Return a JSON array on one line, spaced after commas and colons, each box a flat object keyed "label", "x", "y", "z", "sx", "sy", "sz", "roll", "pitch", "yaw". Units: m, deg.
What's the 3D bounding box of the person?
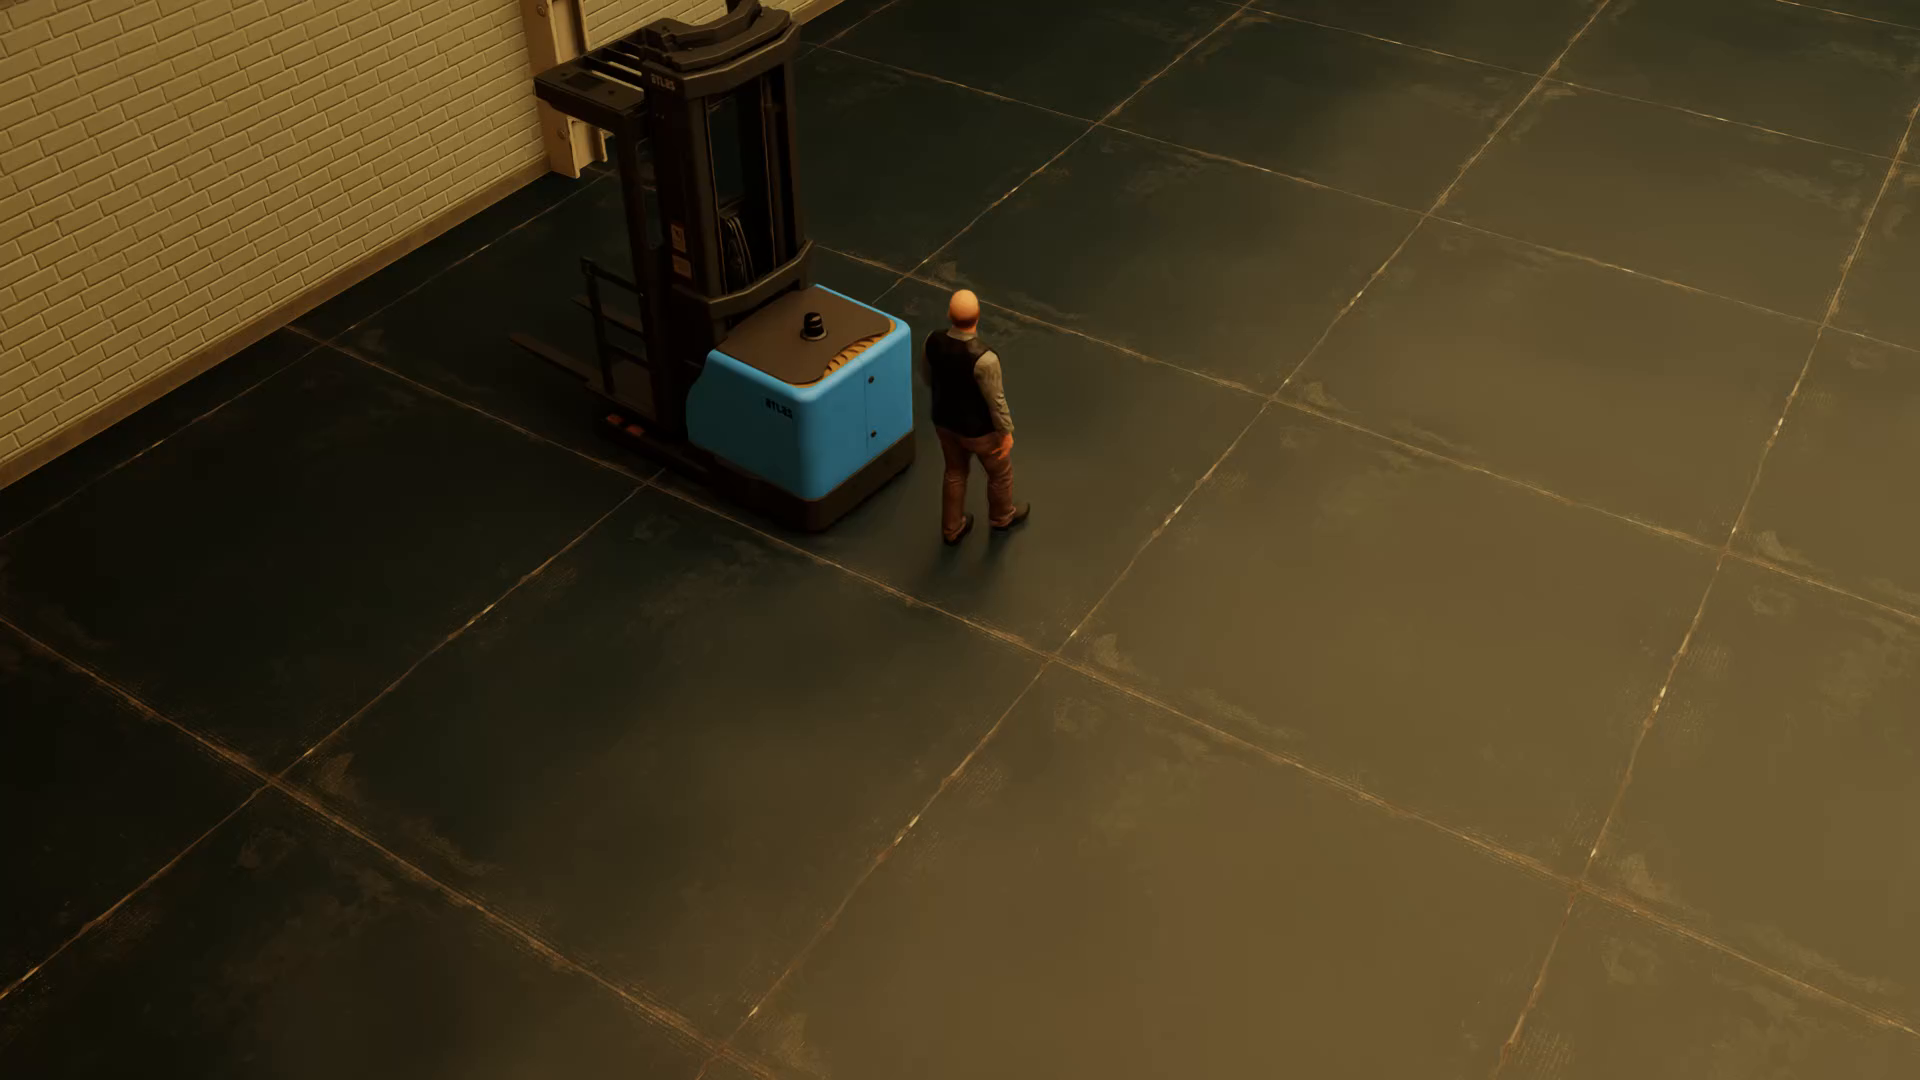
[{"label": "person", "x": 0.095, "y": -0.757, "z": 9.814, "sx": 0.686, "sy": 1.714, "sz": 0.601, "roll": 25, "pitch": 46, "yaw": 26}]

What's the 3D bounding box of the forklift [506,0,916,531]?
[{"label": "forklift", "x": -1.763, "y": -1.954, "z": 10.272, "sx": 3.031, "sy": 2.935, "sz": 1.130, "roll": 26, "pitch": 47, "yaw": 28}]
